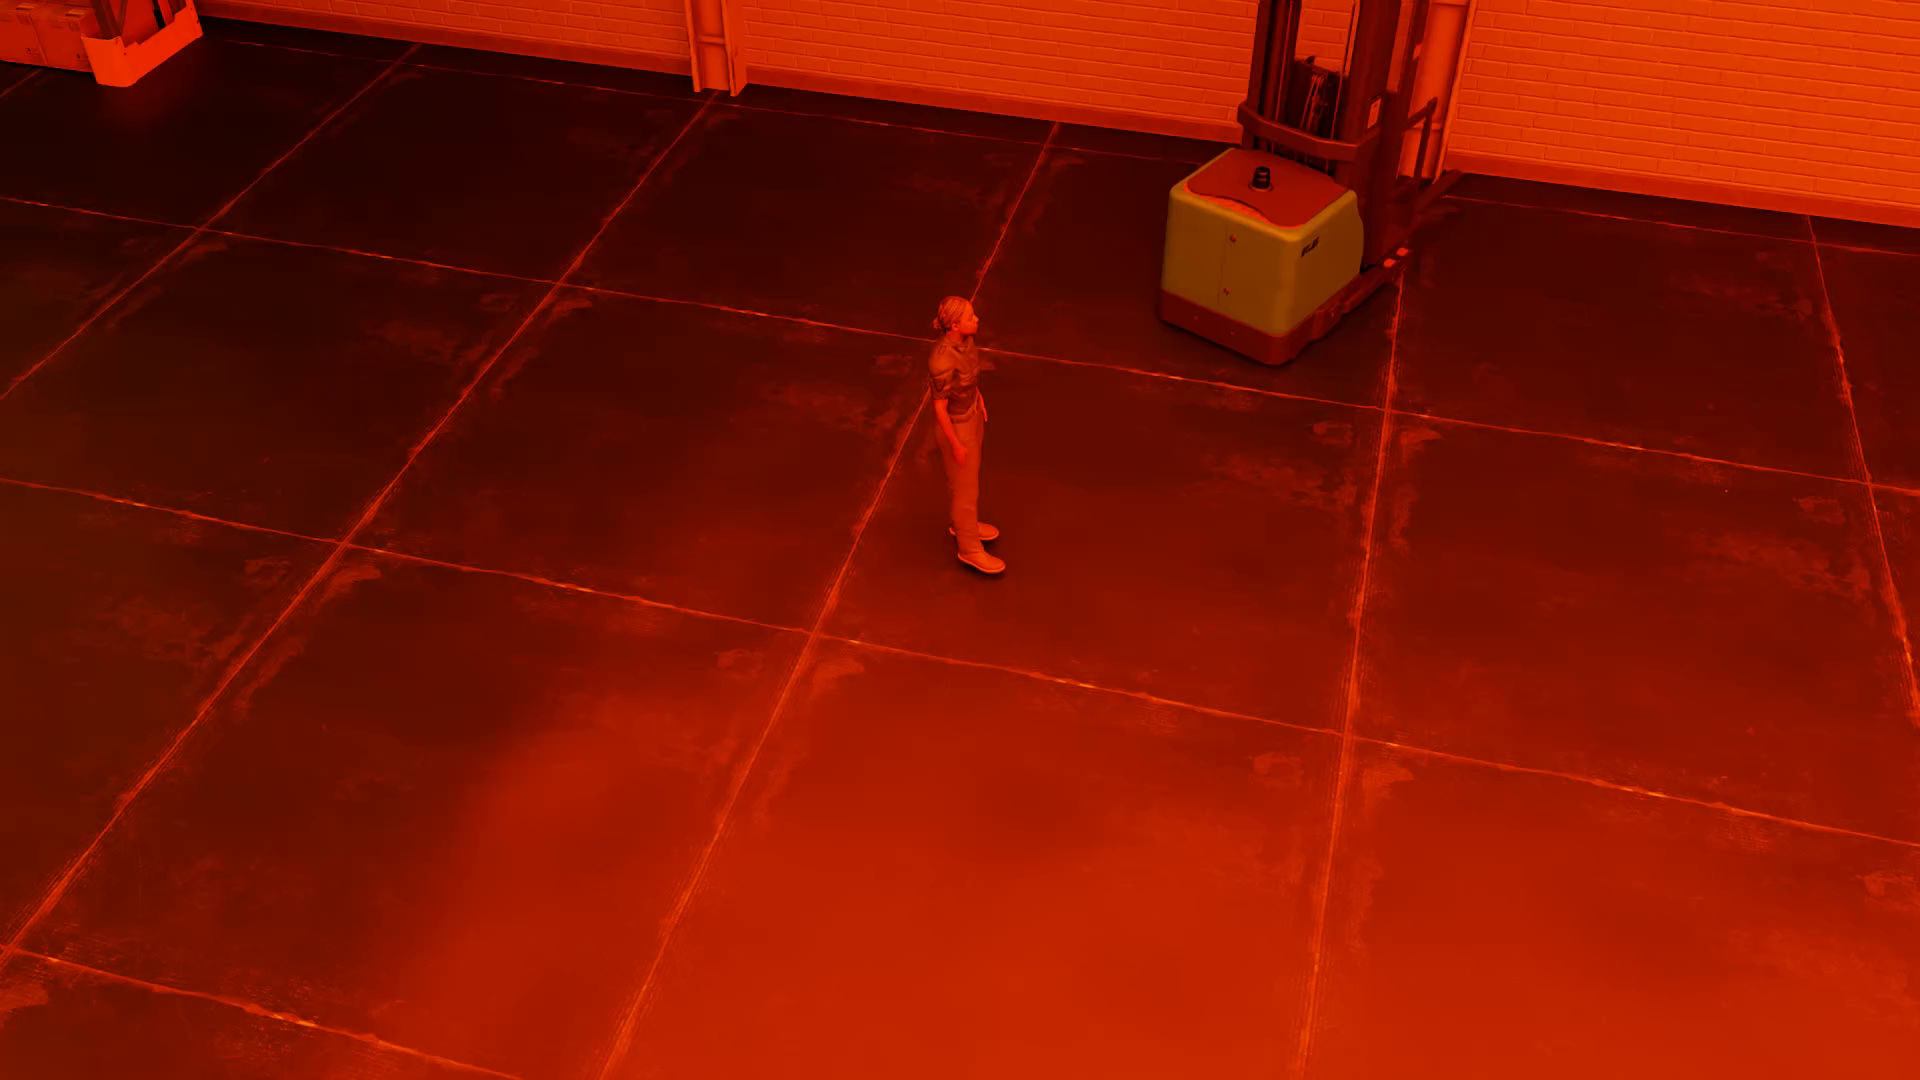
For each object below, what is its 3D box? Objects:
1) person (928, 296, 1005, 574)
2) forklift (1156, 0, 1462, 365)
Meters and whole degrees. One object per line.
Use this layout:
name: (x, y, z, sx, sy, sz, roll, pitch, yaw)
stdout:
person: (0.080, -0.631, 9.476, 0.503, 1.656, 0.569, 10, 42, 11)
forklift: (2.719, -3.197, 11.509, 1.130, 2.935, 3.031, 29, 49, 29)
